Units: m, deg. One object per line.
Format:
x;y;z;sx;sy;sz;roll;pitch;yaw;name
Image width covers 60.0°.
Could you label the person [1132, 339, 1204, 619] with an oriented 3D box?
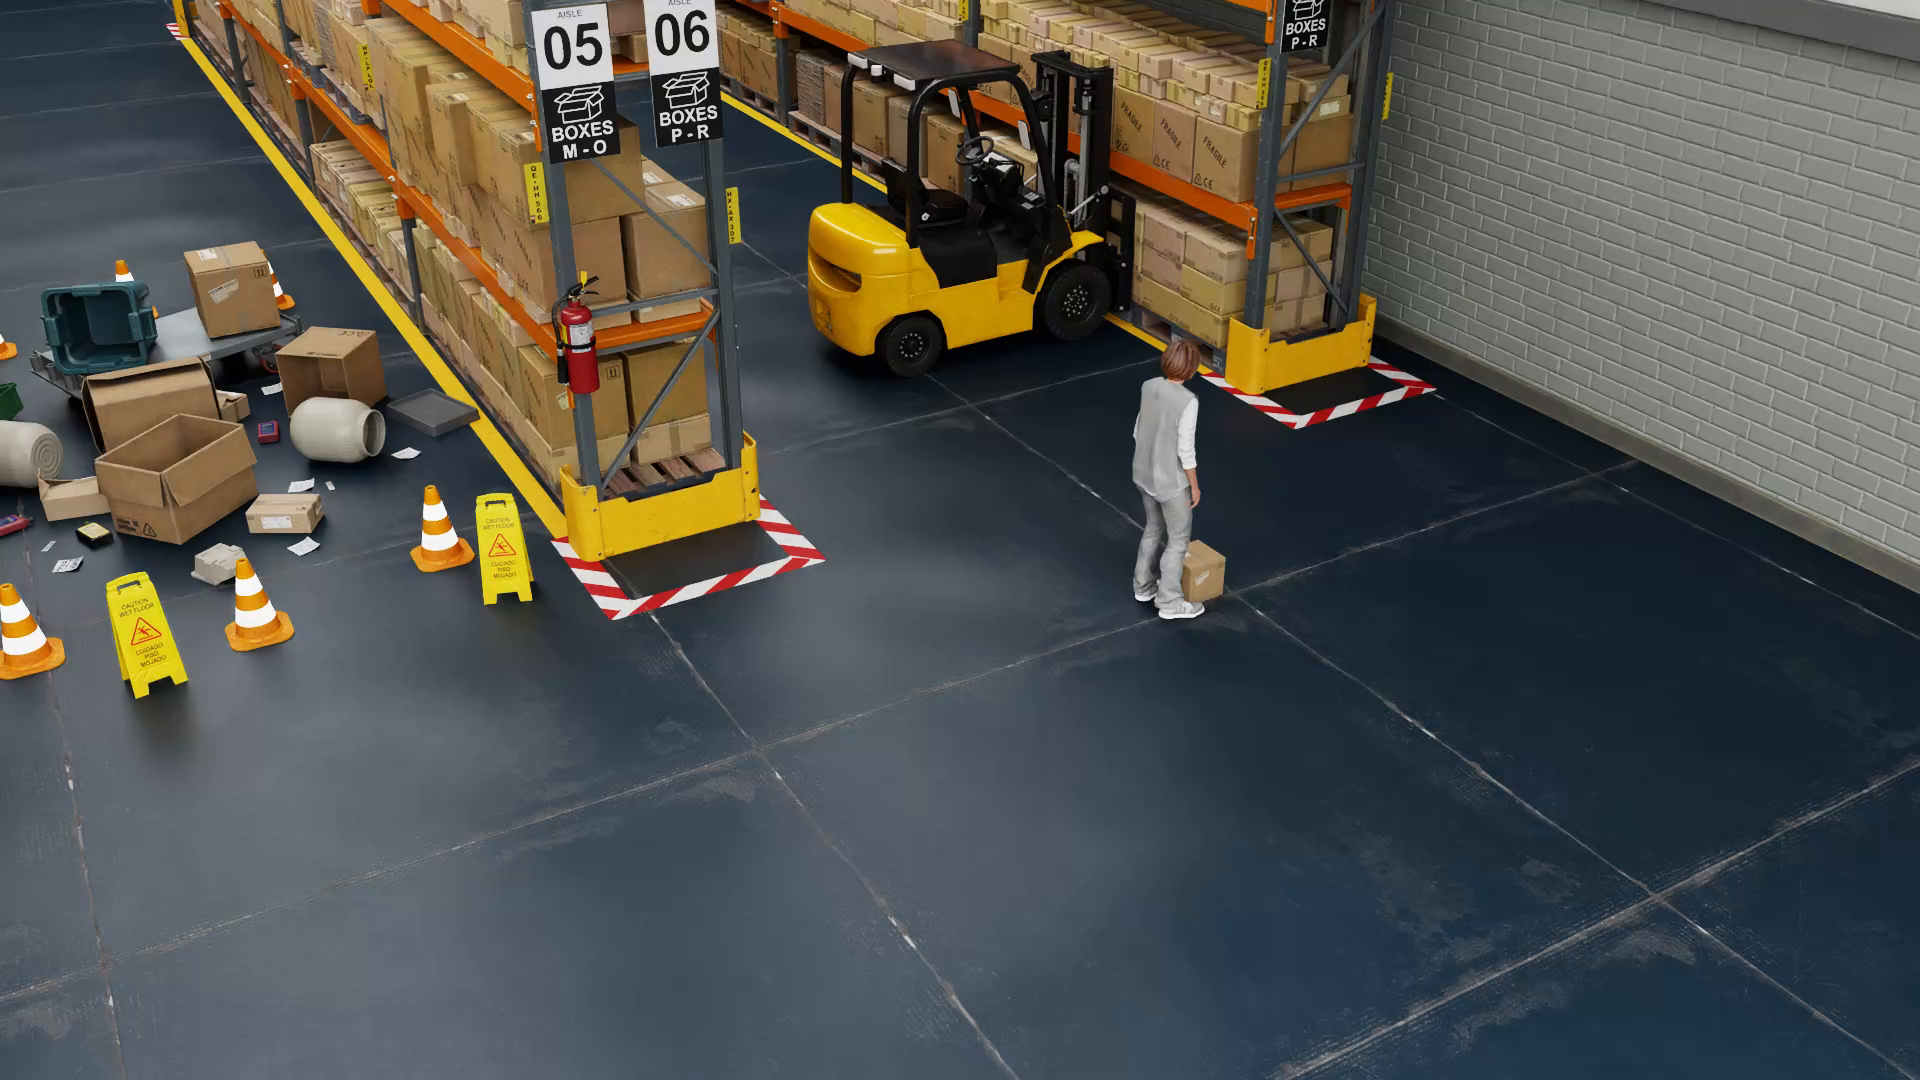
1.138;-0.326;9.152;0.347;1.581;0.484;-18;34;-29;person
